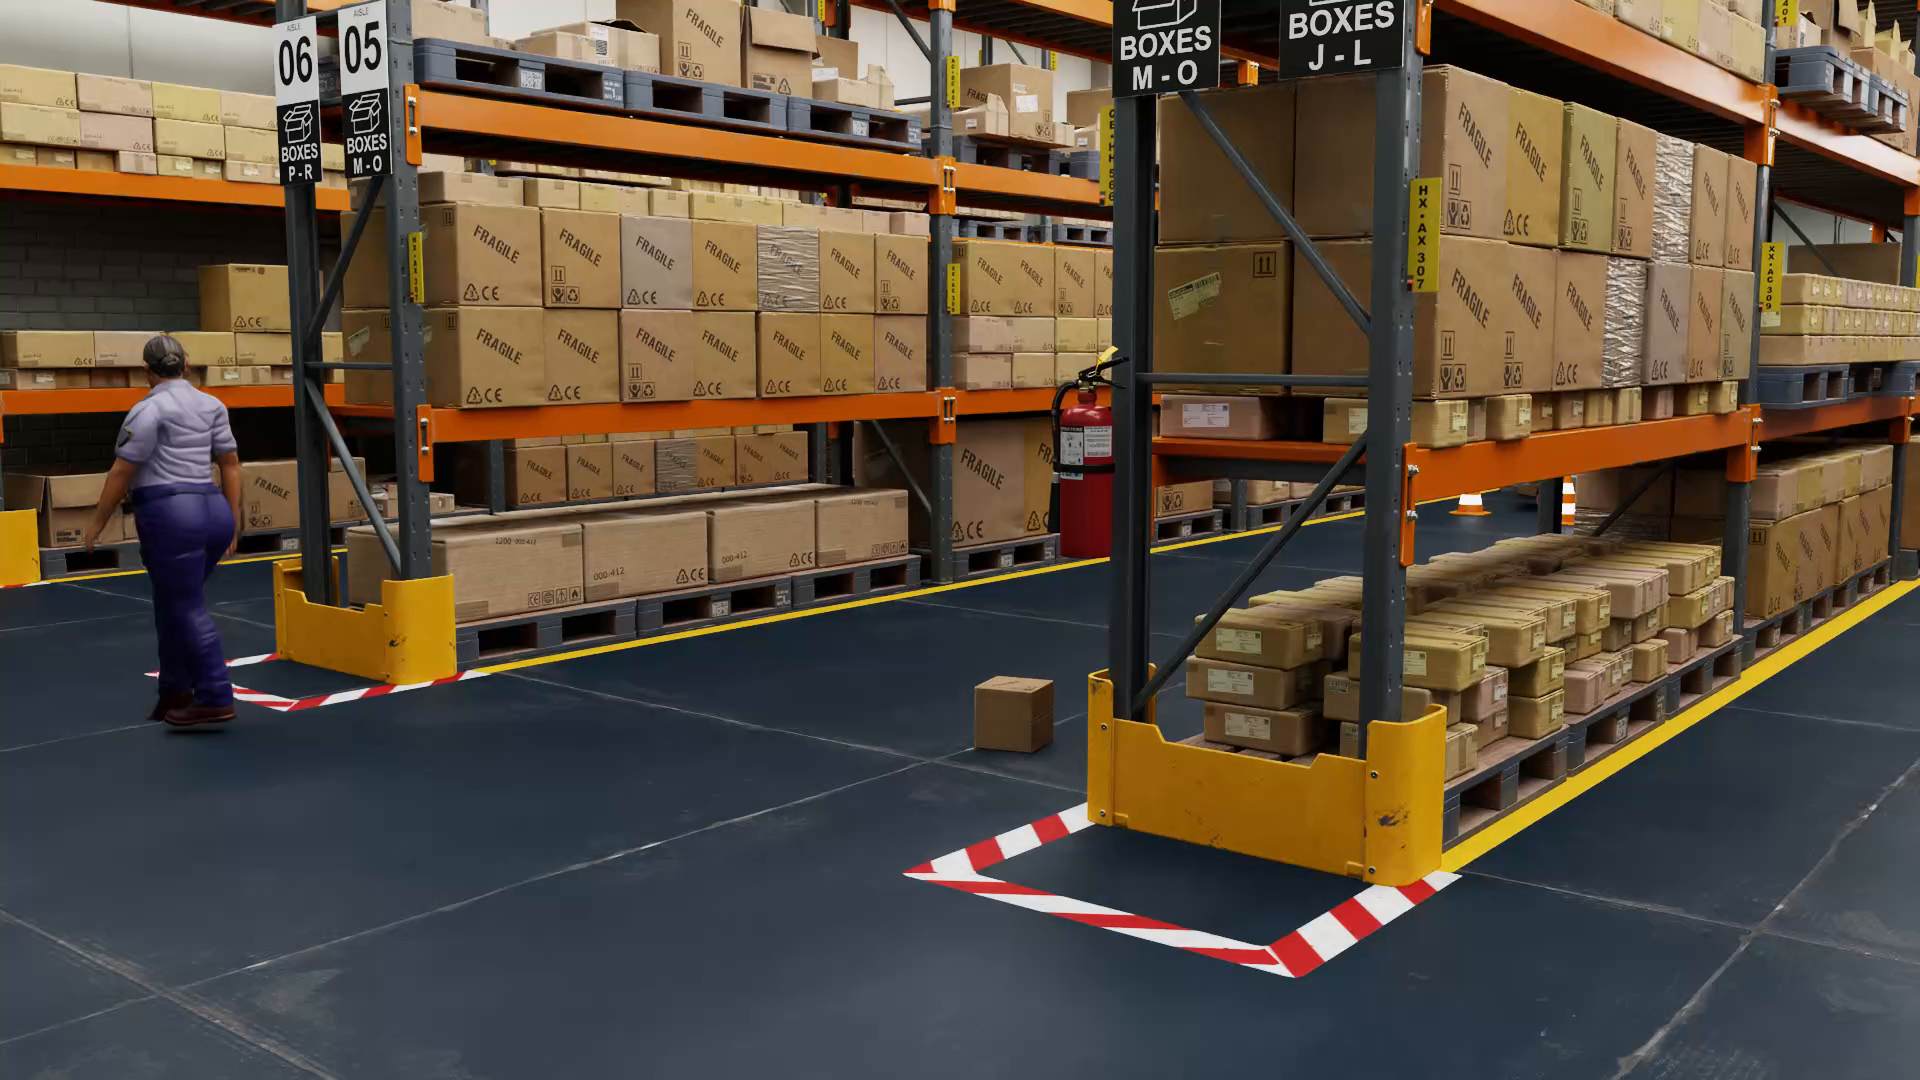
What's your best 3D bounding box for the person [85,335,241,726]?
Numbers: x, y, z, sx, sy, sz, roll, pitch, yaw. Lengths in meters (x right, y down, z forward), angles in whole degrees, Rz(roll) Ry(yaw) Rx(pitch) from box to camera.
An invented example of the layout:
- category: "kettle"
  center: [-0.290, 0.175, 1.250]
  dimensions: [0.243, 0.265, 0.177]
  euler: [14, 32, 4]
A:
- category: "person"
  center: [-3.312, 0.005, 7.044]
  dimensions: [0.595, 1.702, 0.501]
  euler: [2, 7, 14]
